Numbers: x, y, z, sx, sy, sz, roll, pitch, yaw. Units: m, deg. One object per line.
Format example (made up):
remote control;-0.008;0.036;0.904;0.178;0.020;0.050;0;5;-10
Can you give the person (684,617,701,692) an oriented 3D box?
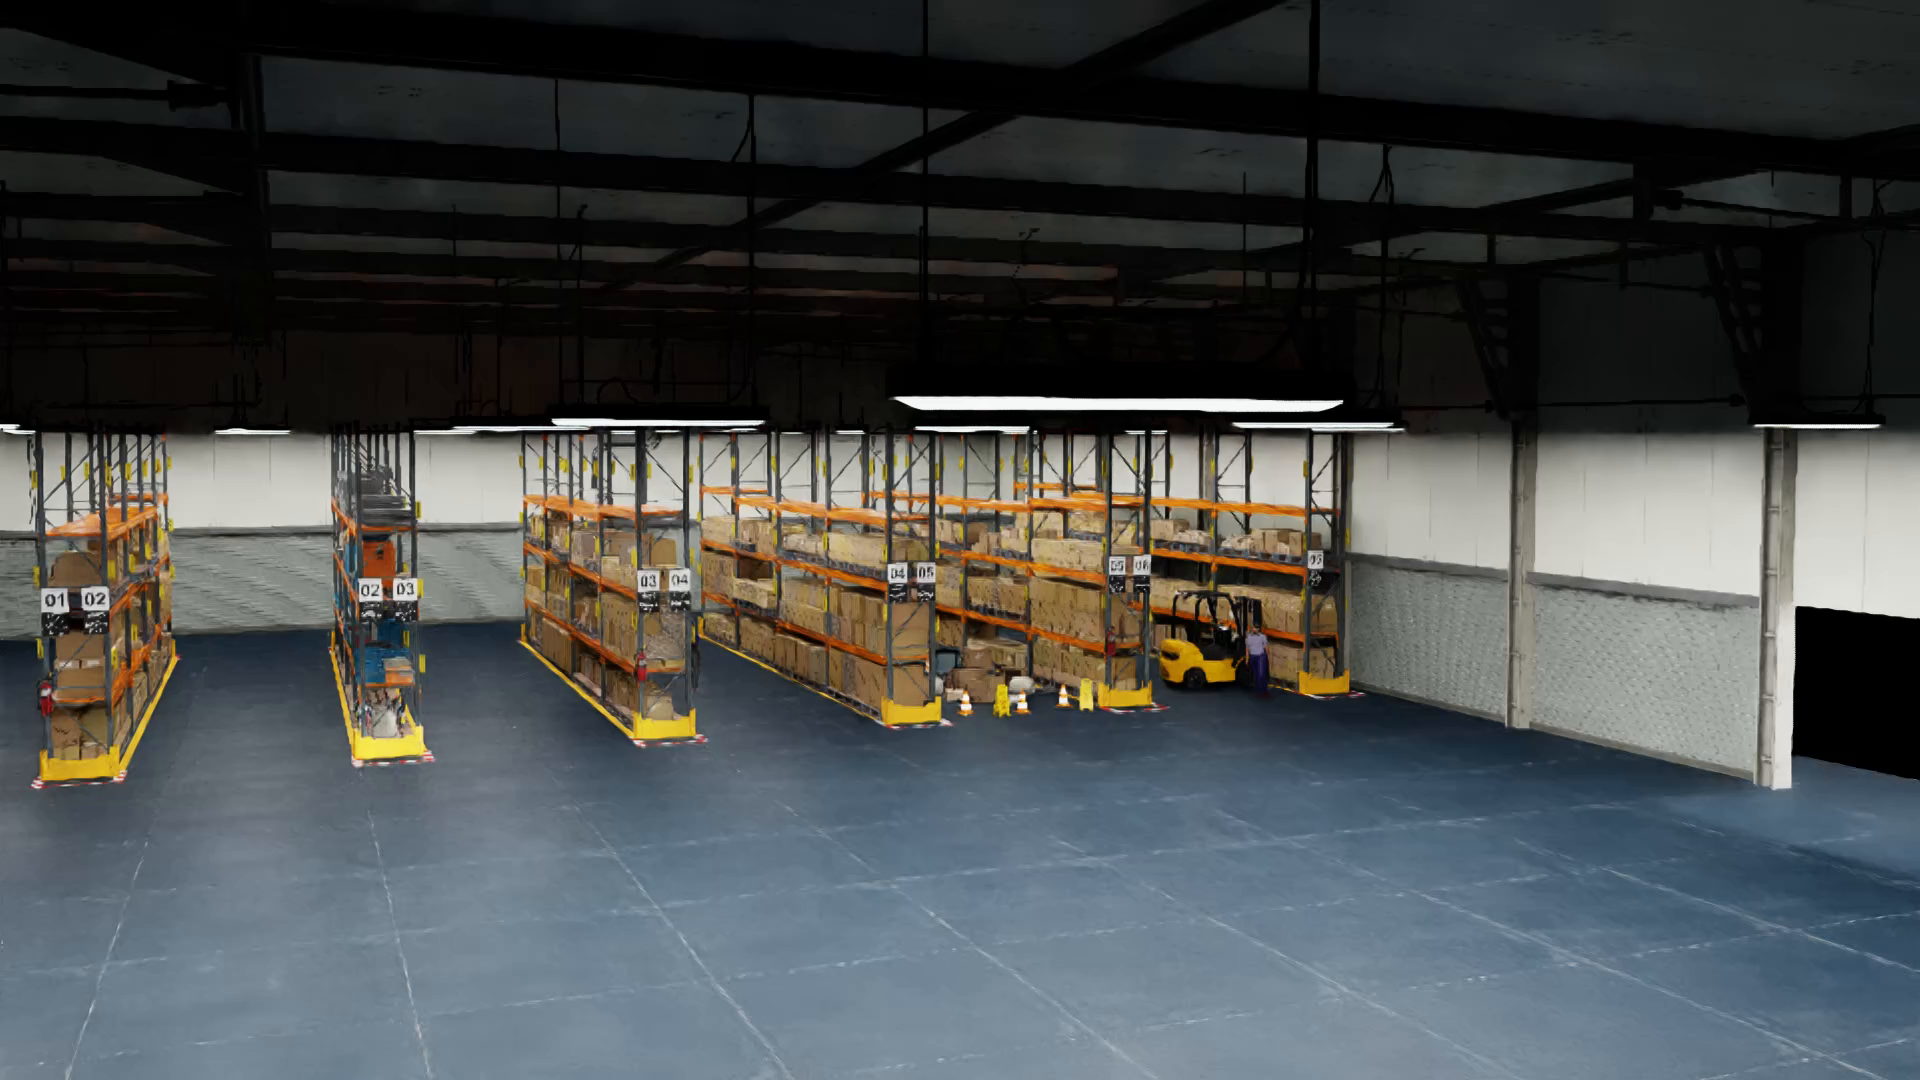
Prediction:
person;-6.004;2.588;37.329;0.522;1.724;0.360;3;5;40

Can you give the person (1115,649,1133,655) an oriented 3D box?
person;3.778;2.398;39.030;0.569;1.770;0.446;3;5;41

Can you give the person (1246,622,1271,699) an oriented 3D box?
person;6.529;2.624;36.474;0.523;1.619;0.469;3;4;36
